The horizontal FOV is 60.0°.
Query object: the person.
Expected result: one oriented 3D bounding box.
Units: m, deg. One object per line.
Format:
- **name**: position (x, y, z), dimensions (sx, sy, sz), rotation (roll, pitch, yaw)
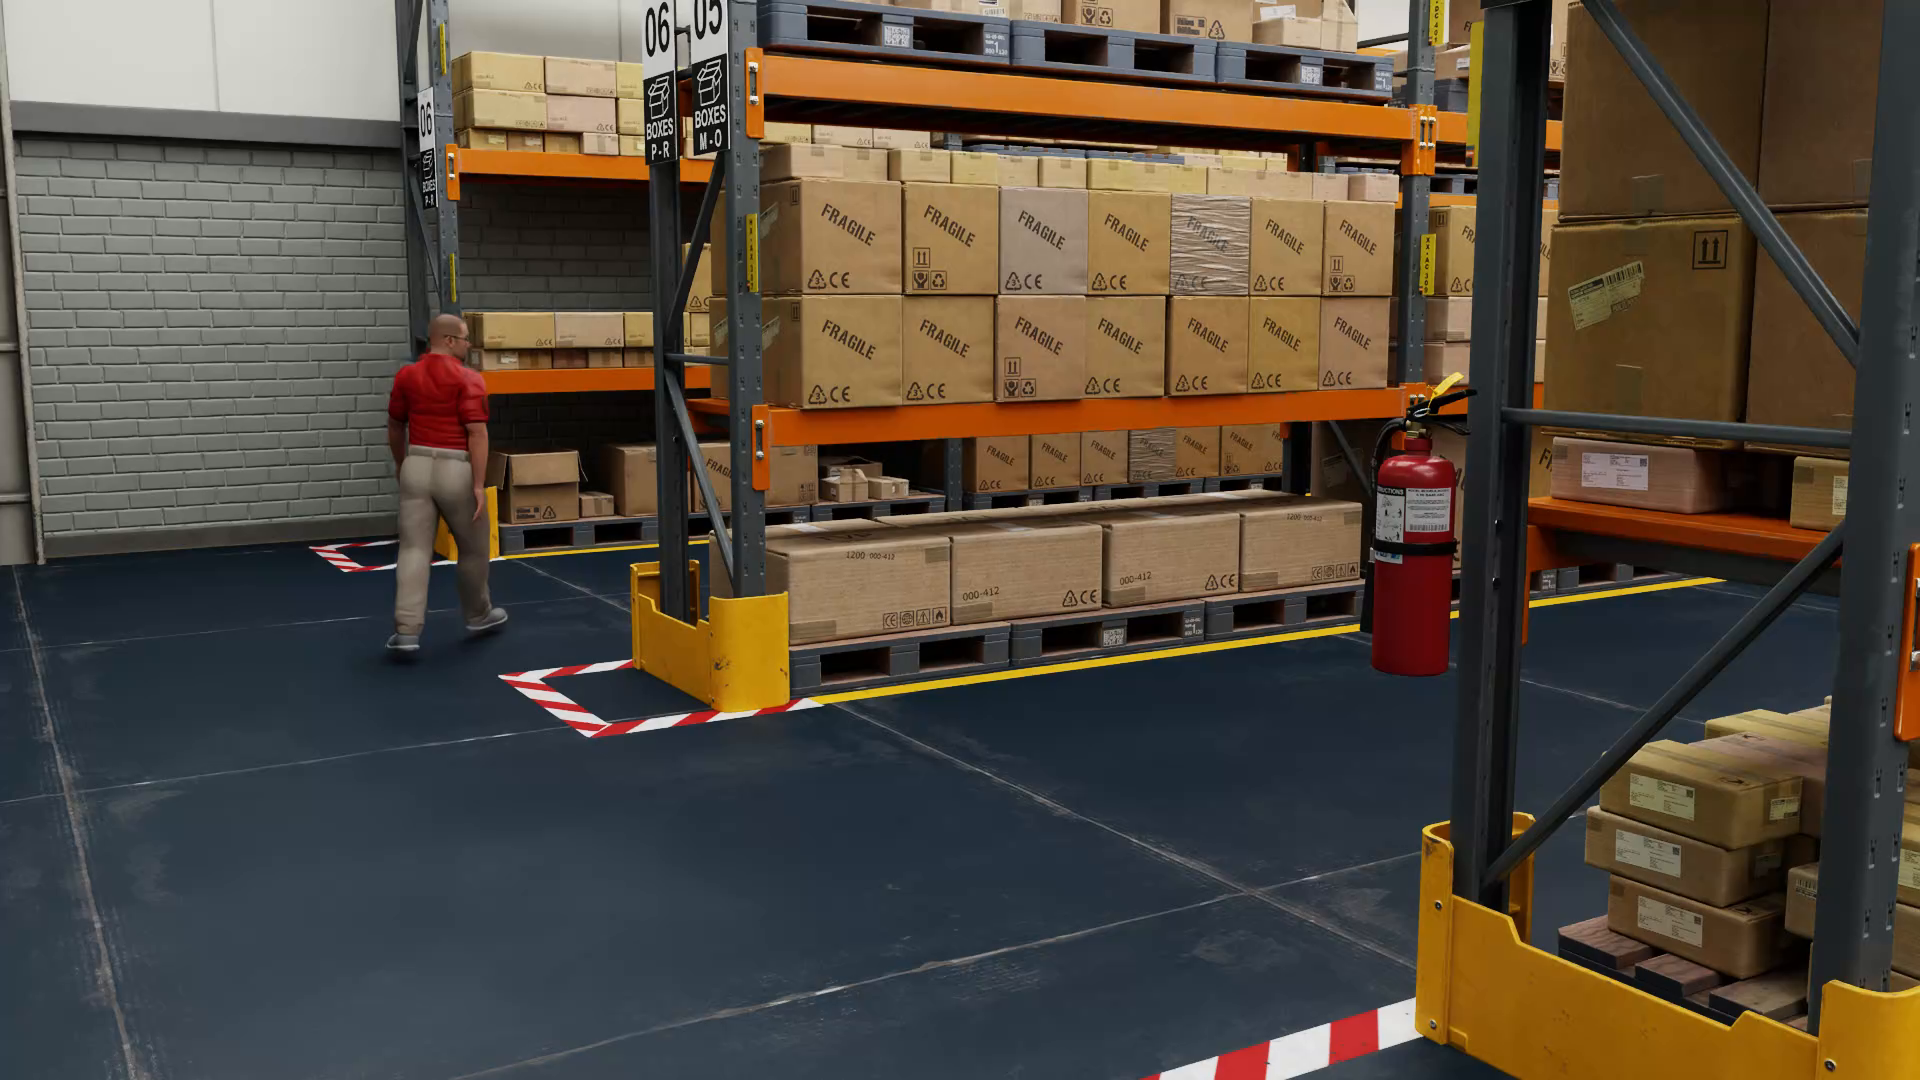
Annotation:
- **person**: position (-2.654, -0.316, 8.511), dimensions (0.641, 1.670, 0.970), rotation (0, 8, 3)
